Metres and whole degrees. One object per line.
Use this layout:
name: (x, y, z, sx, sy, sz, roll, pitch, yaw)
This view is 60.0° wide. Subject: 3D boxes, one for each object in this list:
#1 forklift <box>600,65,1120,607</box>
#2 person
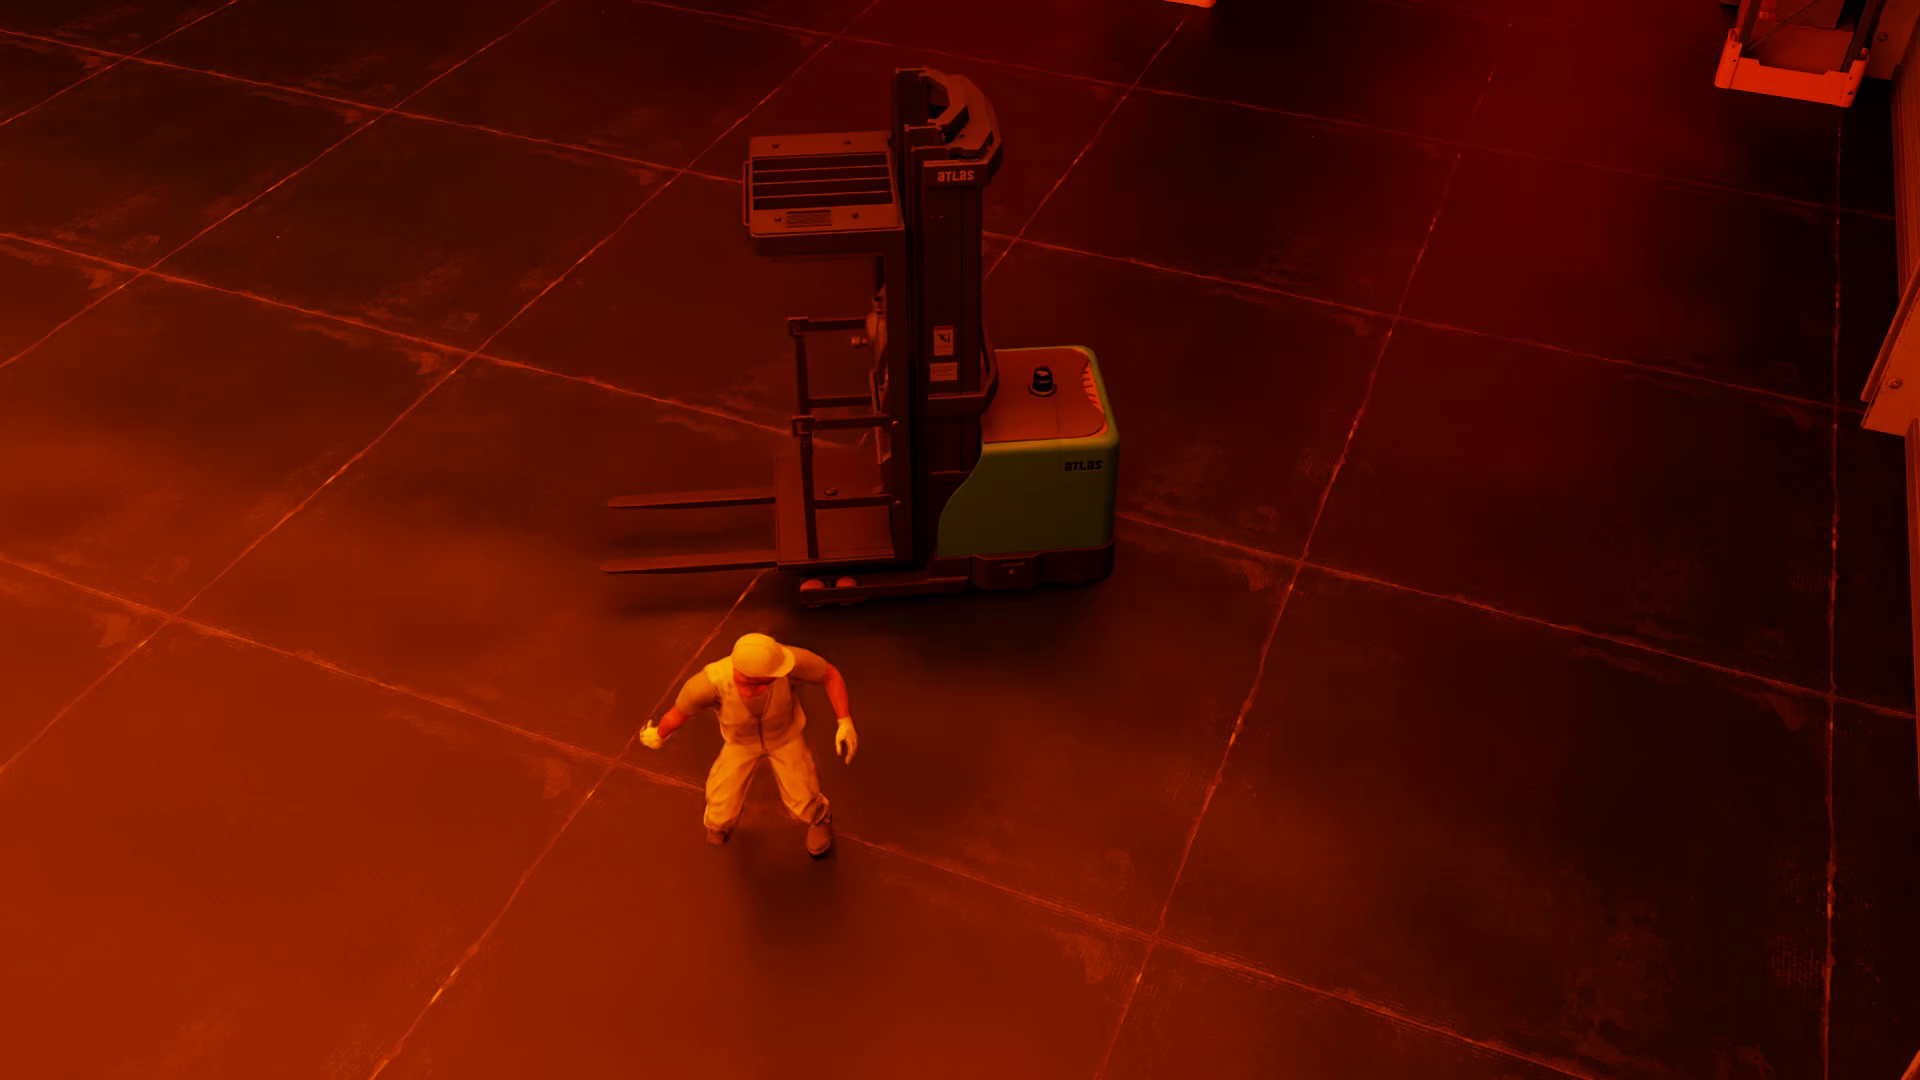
forklift: (-0.633, -1.083, 9.300, 3.031, 2.935, 1.130, -4, 40, -4)
person: (-1.004, 0.979, 7.924, 1.027, 1.656, 0.502, -6, 40, -7)
